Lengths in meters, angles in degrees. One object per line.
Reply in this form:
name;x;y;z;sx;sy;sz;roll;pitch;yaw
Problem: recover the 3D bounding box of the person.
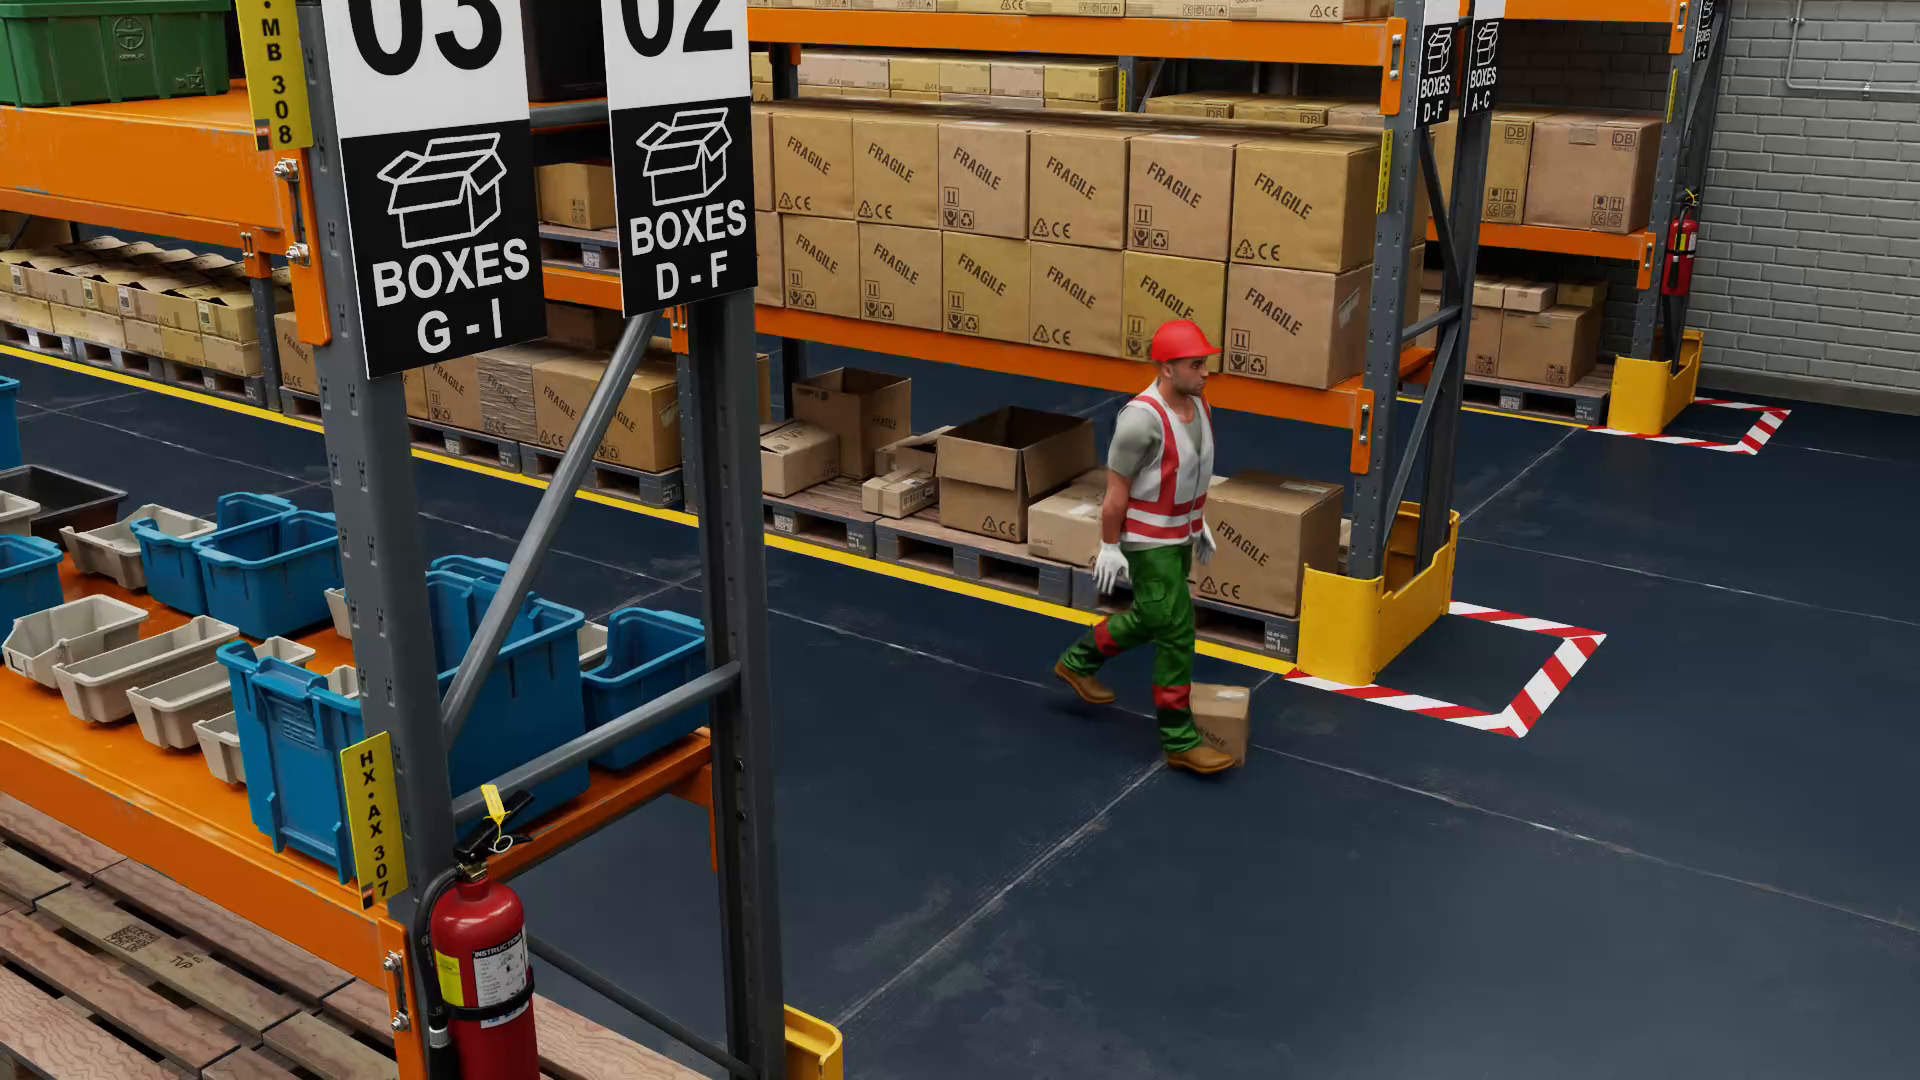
person;0.760;-0.012;6.573;0.947;1.767;0.574;14;24;34
